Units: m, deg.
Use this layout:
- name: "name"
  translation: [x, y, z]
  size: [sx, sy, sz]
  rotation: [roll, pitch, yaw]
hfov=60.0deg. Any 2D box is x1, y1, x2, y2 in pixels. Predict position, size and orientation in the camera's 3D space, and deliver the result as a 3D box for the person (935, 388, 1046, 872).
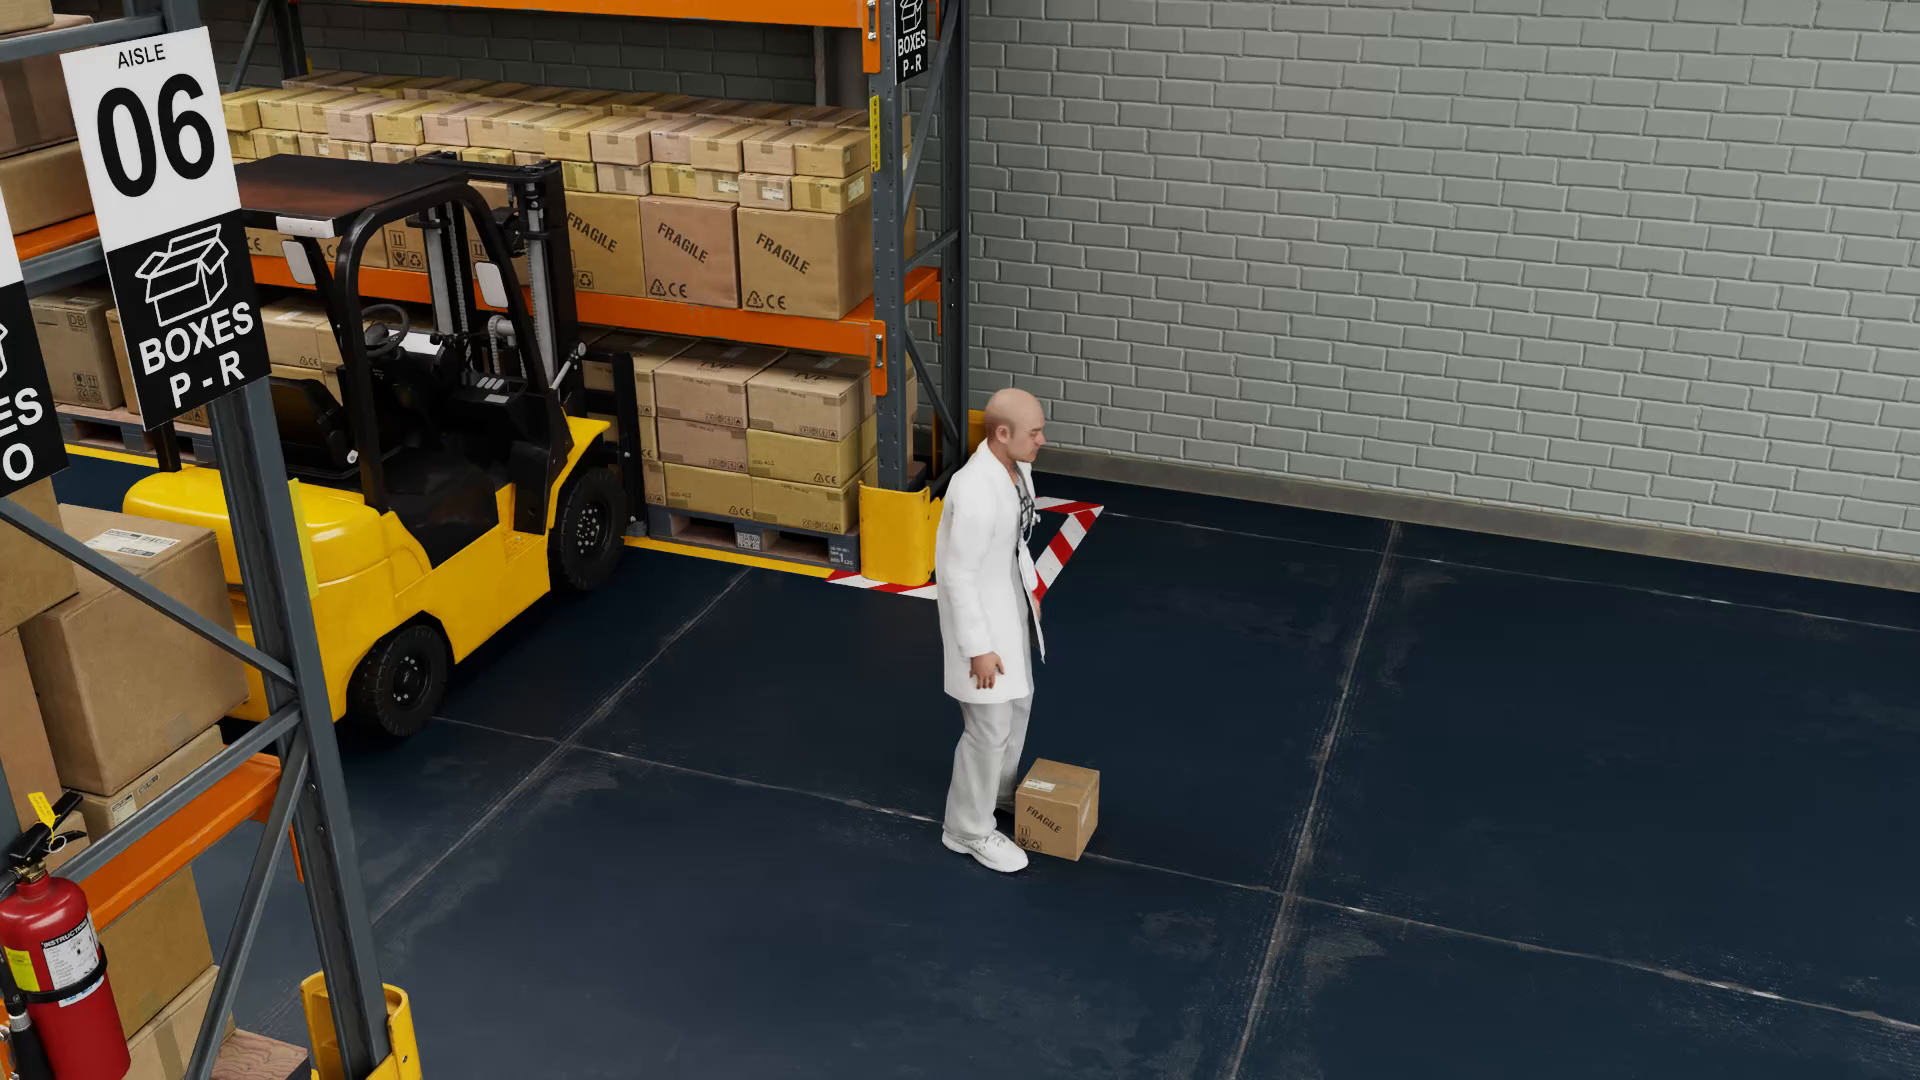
- name: "person"
  translation: [0.131, 0.294, 6.008]
  size: [0.421, 1.774, 0.642]
  rotation: [9, 27, 18]
